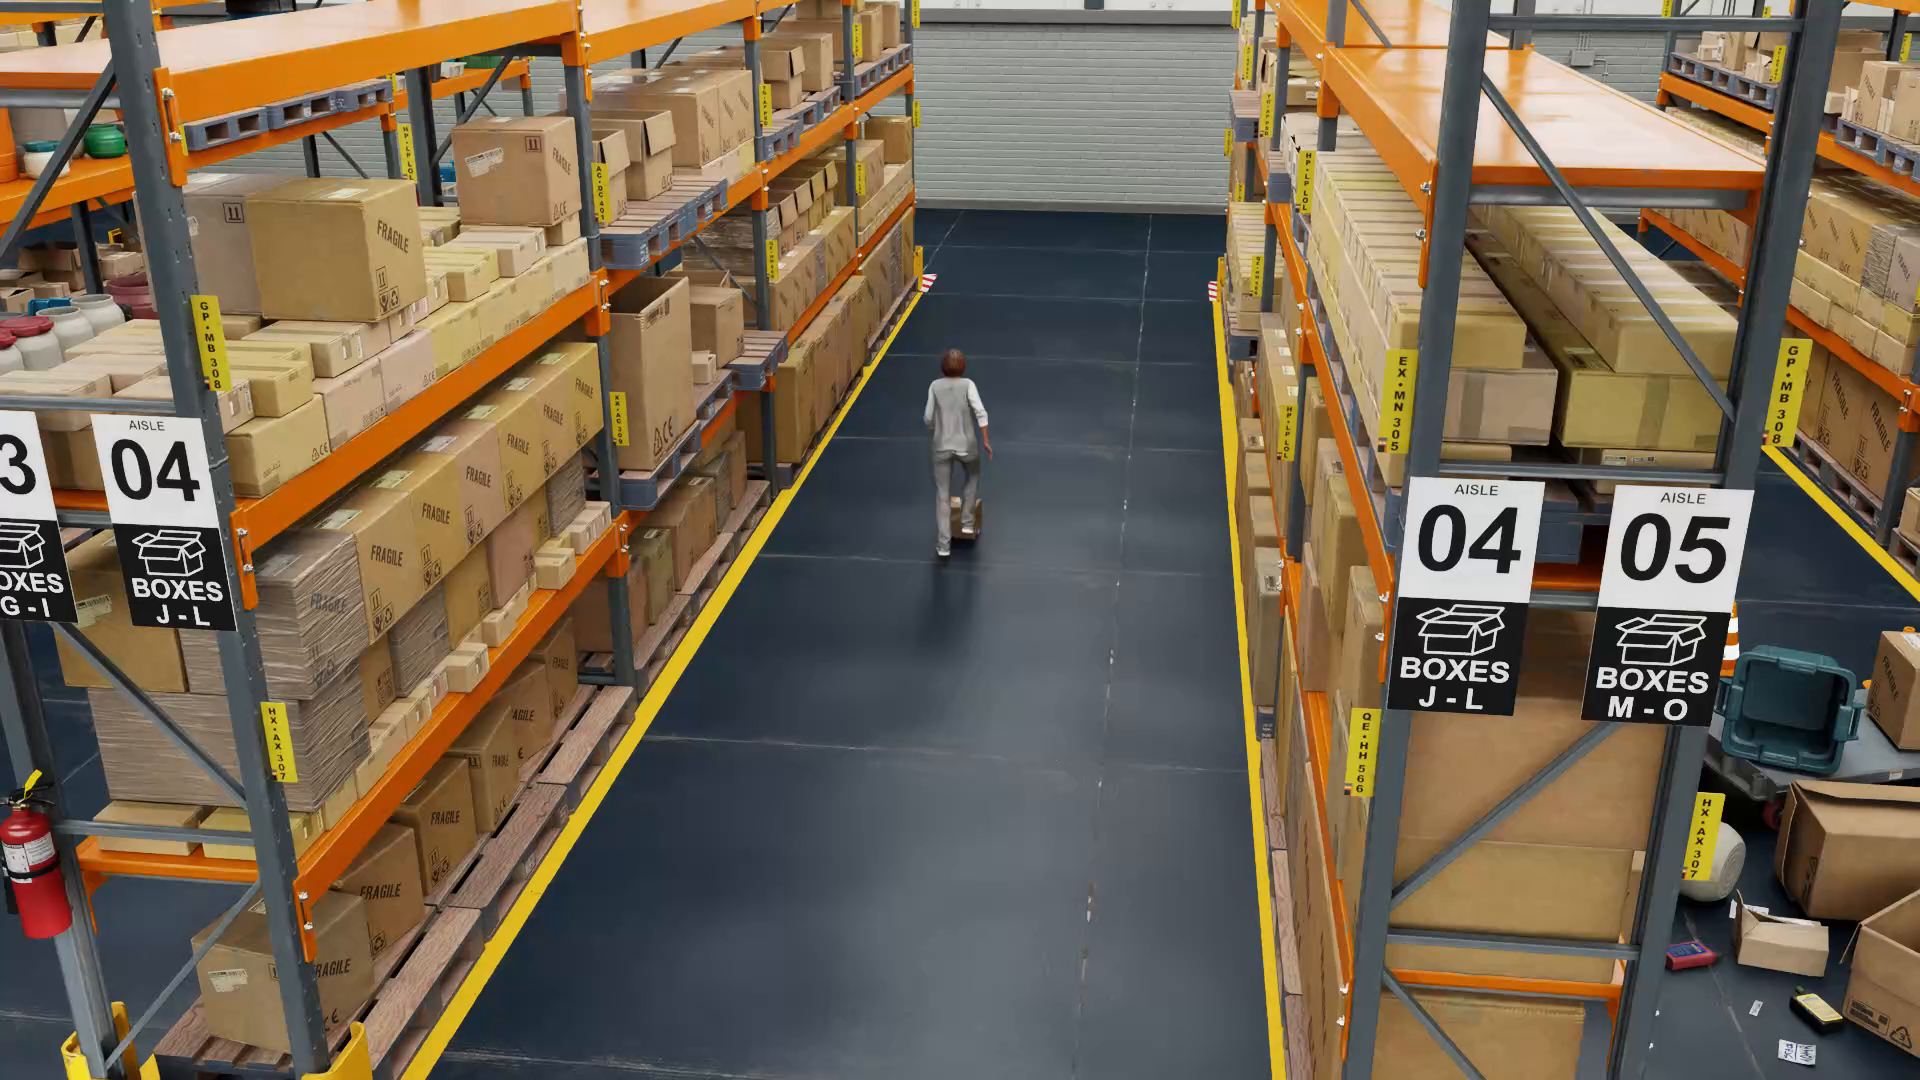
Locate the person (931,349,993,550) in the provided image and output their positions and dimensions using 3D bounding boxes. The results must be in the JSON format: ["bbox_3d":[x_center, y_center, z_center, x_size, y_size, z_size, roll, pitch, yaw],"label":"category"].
[{"bbox_3d":[-0.008,-0.717,12.912,0.522,1.409,0.782,0,21,1],"label":"person"}]
